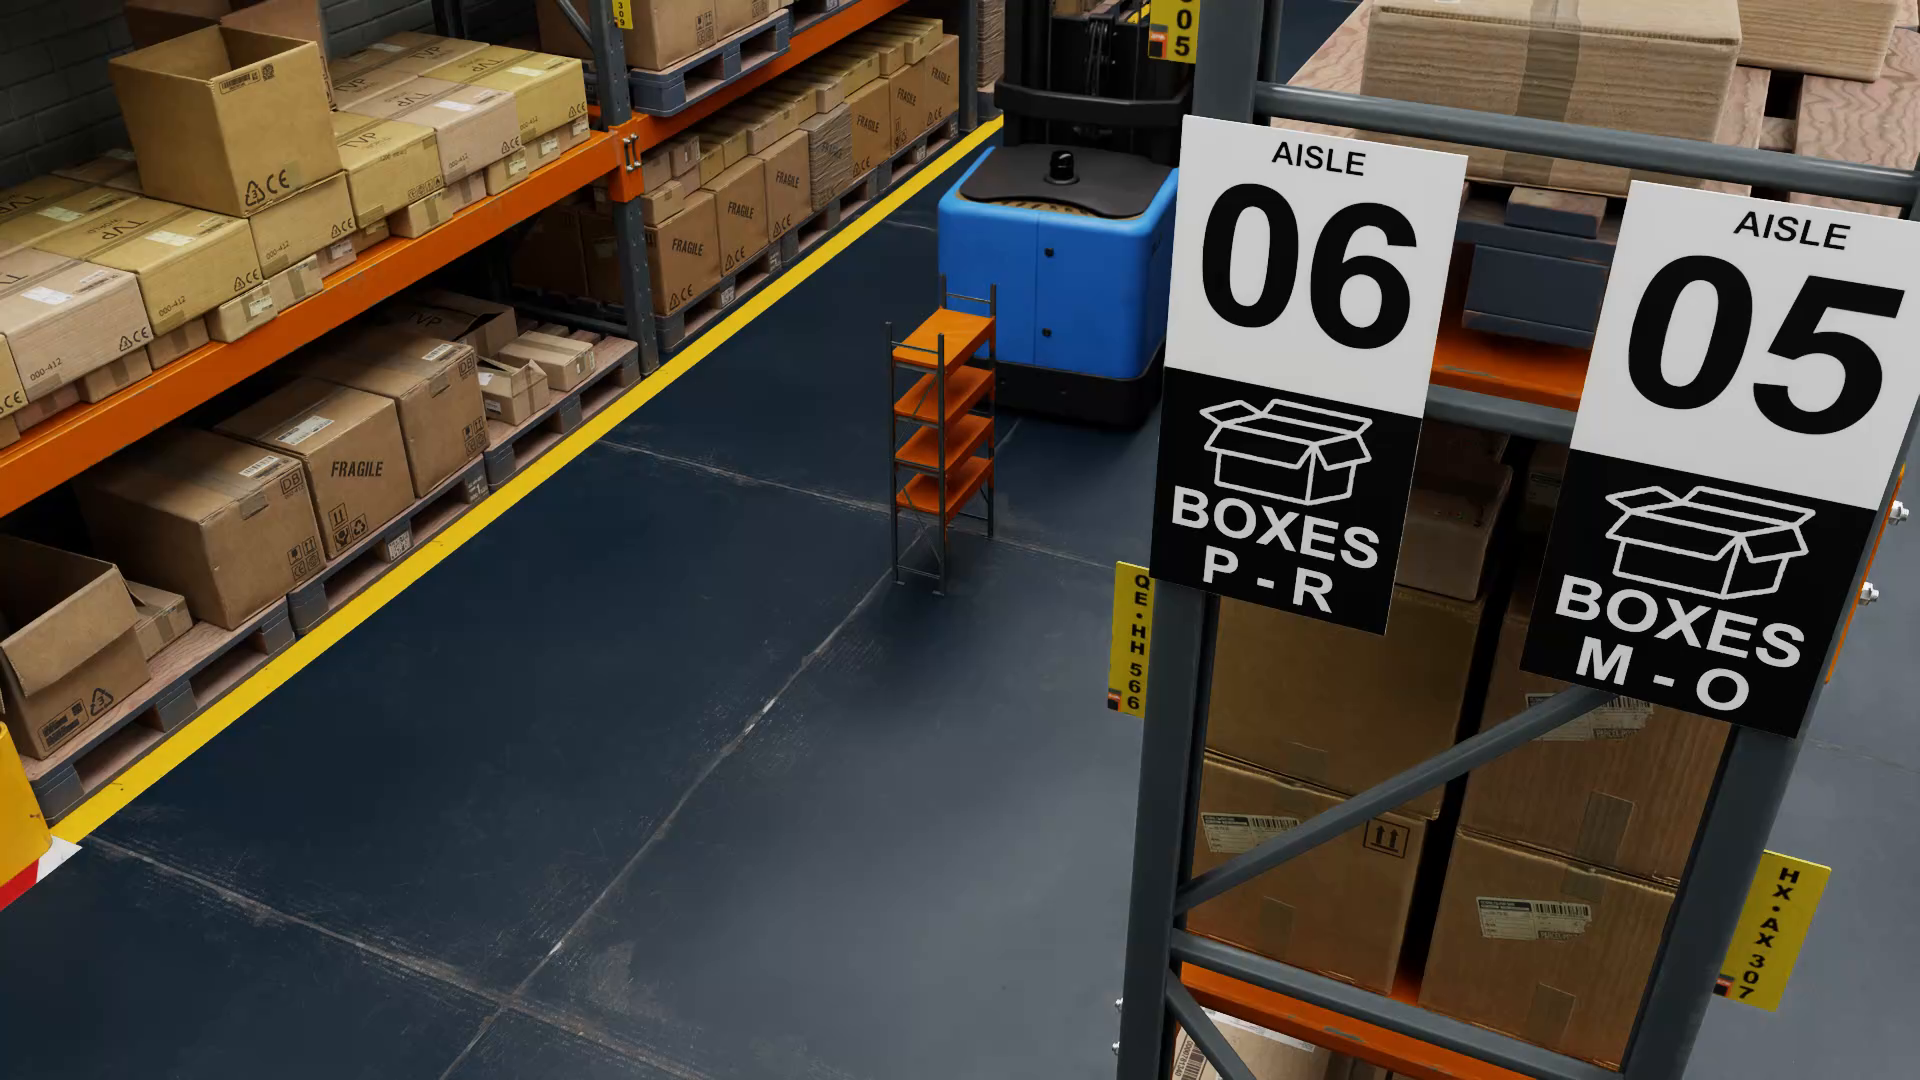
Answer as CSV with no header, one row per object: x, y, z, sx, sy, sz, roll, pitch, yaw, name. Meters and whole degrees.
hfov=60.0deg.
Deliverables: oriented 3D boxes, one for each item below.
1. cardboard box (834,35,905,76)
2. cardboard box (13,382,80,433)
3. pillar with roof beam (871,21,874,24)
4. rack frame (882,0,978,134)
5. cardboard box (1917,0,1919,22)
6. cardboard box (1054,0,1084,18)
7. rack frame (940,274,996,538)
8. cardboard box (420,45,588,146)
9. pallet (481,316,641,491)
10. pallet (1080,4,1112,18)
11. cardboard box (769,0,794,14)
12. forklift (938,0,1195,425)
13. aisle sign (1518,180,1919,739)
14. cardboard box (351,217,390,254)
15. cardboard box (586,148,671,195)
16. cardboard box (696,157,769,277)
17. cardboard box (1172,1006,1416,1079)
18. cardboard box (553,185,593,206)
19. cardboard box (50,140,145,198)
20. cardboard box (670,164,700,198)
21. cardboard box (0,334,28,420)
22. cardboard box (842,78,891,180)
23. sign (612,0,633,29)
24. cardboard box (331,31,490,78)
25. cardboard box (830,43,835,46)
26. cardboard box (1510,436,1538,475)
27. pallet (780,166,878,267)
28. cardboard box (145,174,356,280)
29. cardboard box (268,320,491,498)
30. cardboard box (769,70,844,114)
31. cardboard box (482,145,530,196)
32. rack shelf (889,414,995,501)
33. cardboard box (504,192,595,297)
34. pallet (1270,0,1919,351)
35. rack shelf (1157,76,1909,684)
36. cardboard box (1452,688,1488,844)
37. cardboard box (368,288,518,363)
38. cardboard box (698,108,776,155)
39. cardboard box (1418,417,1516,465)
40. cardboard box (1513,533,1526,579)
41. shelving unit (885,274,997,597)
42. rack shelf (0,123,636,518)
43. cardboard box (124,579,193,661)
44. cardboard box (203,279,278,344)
-0.571,-3.055,10.479,0.380,0.149,0.250,13,35,19,cardboard box
-3.176,-0.509,5.520,0.380,0.149,0.250,14,36,20,cardboard box
3.279,-6.599,9.108,9.100,9.000,0.400,14,36,20,pillar with roof beam
-0.358,-4.222,10.953,1.000,3.000,0.127,14,36,20,rack frame
7.509,-4.254,13.280,0.500,0.500,0.500,-15,36,-21,cardboard box
0.463,-4.375,12.969,0.875,0.625,0.625,13,35,19,cardboard box
0.033,-0.541,6.981,0.240,1.200,0.015,14,36,20,rack frame
-2.023,-1.982,7.402,0.500,0.250,0.500,15,36,22,cardboard box
-2.320,-0.722,8.158,1.003,0.211,1.213,14,36,20,pallet
0.533,-4.062,13.253,1.003,0.211,1.213,14,36,20,pallet
-1.102,-2.953,8.758,0.396,0.266,0.258,16,36,23,cardboard box
0.836,-2.580,8.512,1.130,2.935,3.031,11,35,16,forklift
1.038,-0.085,2.274,0.394,0.787,0.004,14,36,20,aisle sign
-2.537,-1.277,6.692,0.380,0.149,0.250,15,36,21,cardboard box
-1.695,-1.887,8.426,0.380,0.149,0.250,14,36,20,cardboard box
-1.411,-1.817,9.182,0.500,0.500,0.500,14,36,20,cardboard box
0.990,1.444,4.267,0.875,0.438,0.875,13,35,19,cardboard box
-2.140,-1.881,8.688,0.380,0.149,0.250,13,35,19,cardboard box
-3.107,-1.352,6.441,0.500,0.250,0.500,14,36,20,cardboard box
-1.594,-1.905,8.724,0.380,0.149,0.250,13,35,19,cardboard box
-3.271,-0.463,5.087,0.500,0.250,0.500,14,36,21,cardboard box
-0.775,-2.584,10.352,0.500,0.500,0.500,16,36,23,cardboard box
-1.536,-2.471,7.494,0.100,0.325,0.005,14,36,20,sign
-2.484,-2.107,7.593,0.500,0.250,0.500,14,36,20,cardboard box
-1.026,-3.167,10.649,0.380,0.149,0.250,15,36,21,cardboard box
0.982,-0.122,3.698,0.500,0.500,0.500,14,36,21,cardboard box
-1.217,-2.087,10.241,1.003,0.211,1.213,14,36,20,pallet
-2.656,-1.227,6.252,0.500,0.250,0.500,13,36,19,cardboard box
-2.536,-0.585,7.303,0.700,0.500,0.500,13,35,19,cardboard box
-0.915,-2.665,9.884,0.380,0.149,0.250,12,35,18,cardboard box
-2.112,-1.638,7.242,0.380,0.149,0.250,15,36,22,cardboard box
-0.069,-0.363,6.832,0.258,0.148,0.480,14,36,20,rack shelf
-2.095,-1.672,8.962,0.500,0.500,0.500,14,36,20,cardboard box
1.106,-0.690,2.912,1.003,0.211,1.213,14,36,20,pallet
1.642,-1.050,4.037,1.077,0.370,4.000,14,36,20,rack shelf
1.453,0.426,3.774,0.500,0.500,0.500,14,36,20,cardboard box
-2.523,-1.006,8.118,0.500,0.311,0.500,15,36,22,cardboard box
-1.256,-2.291,9.313,0.380,0.149,0.250,14,36,20,cardboard box
0.857,-0.189,3.207,0.380,0.149,0.250,15,36,21,cardboard box
1.196,0.052,4.345,0.500,0.500,0.500,15,36,22,cardboard box
-0.069,-0.419,6.795,0.258,1.200,0.503,14,36,20,shelving unit
-2.868,-0.933,6.593,1.077,0.370,4.000,14,36,20,rack shelf
-3.150,0.293,6.284,0.380,0.149,0.250,13,35,19,cardboard box
-2.734,-0.863,6.060,0.380,0.149,0.250,13,35,19,cardboard box
